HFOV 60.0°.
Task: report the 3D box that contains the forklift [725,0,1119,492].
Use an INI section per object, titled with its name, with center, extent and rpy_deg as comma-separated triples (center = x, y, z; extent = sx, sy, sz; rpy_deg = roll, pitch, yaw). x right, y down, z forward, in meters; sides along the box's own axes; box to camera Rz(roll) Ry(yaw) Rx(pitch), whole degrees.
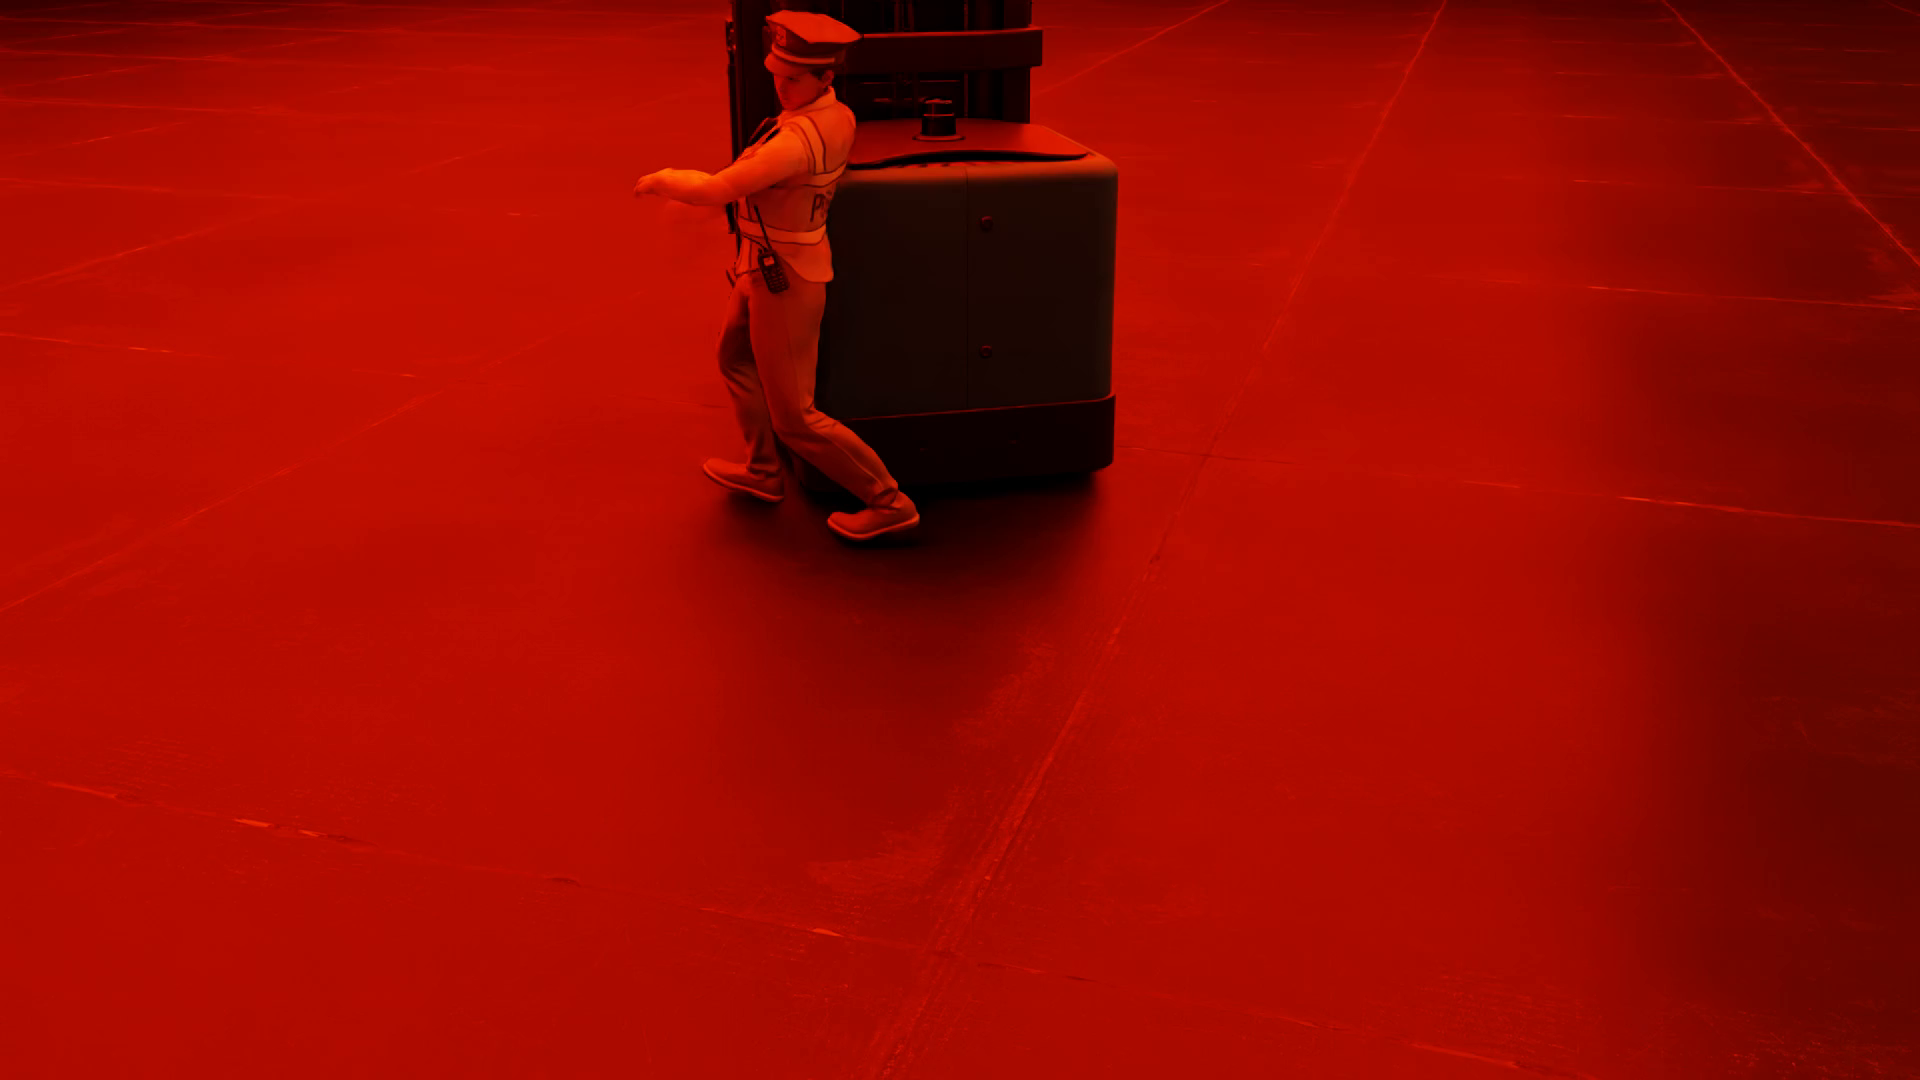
[forklift]
center = -0.338, -2.039, 6.219
extent = 1.130, 2.935, 3.031
rpy_deg = -5, 23, -13

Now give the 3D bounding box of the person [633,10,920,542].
[person]
center = -0.550, -0.803, 5.042
extent = 0.841, 1.556, 0.713
rpy_deg = -1, 22, -2
